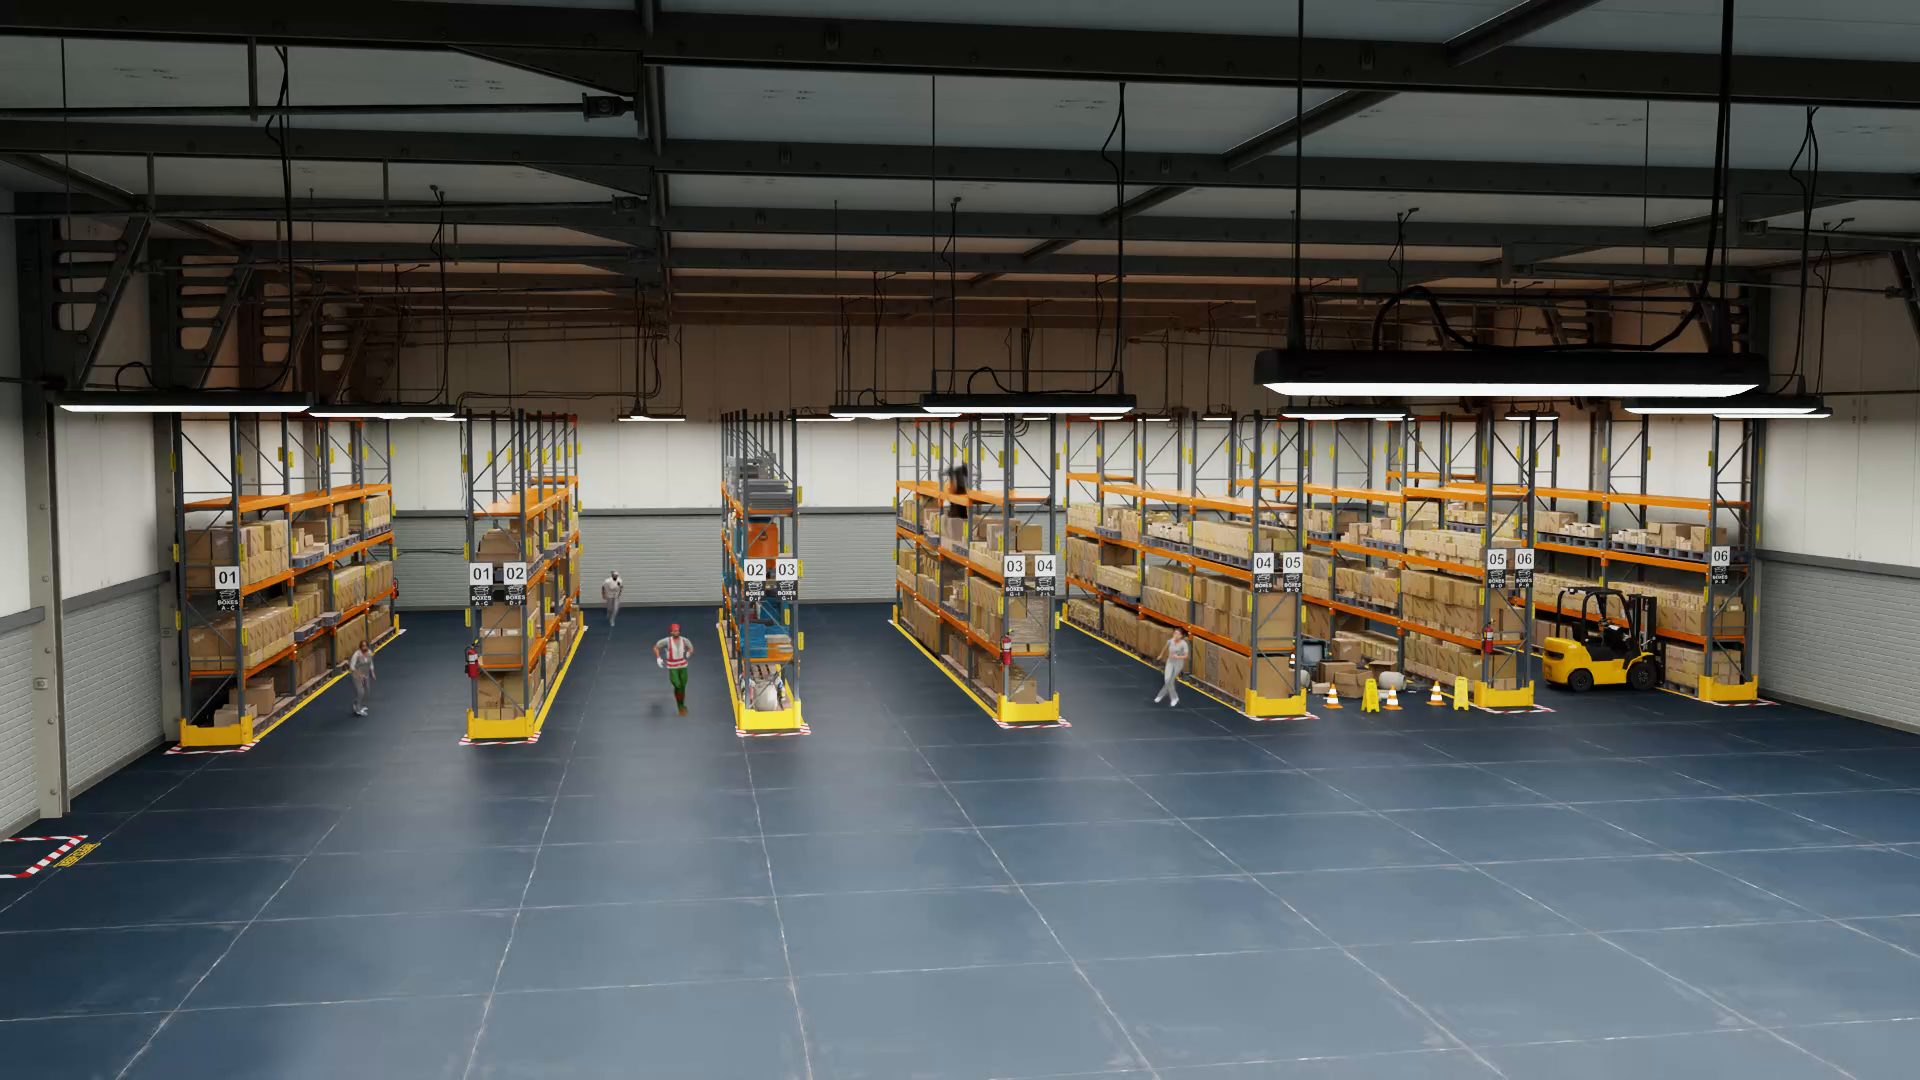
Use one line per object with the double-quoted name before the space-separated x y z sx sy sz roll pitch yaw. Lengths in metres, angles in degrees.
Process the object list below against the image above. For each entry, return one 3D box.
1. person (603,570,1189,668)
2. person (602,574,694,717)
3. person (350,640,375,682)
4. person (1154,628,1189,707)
"person" -2.726 2.113 40.556 6.153 1.621 19.586 -2 5 -30
"person" -7.736 2.056 39.940 3.845 1.839 15.329 -2 5 -28
"person" -11.706 2.360 32.572 0.467 0.851 0.496 3 5 36
"person" 4.303 2.552 33.788 0.726 1.585 0.683 1 4 15
